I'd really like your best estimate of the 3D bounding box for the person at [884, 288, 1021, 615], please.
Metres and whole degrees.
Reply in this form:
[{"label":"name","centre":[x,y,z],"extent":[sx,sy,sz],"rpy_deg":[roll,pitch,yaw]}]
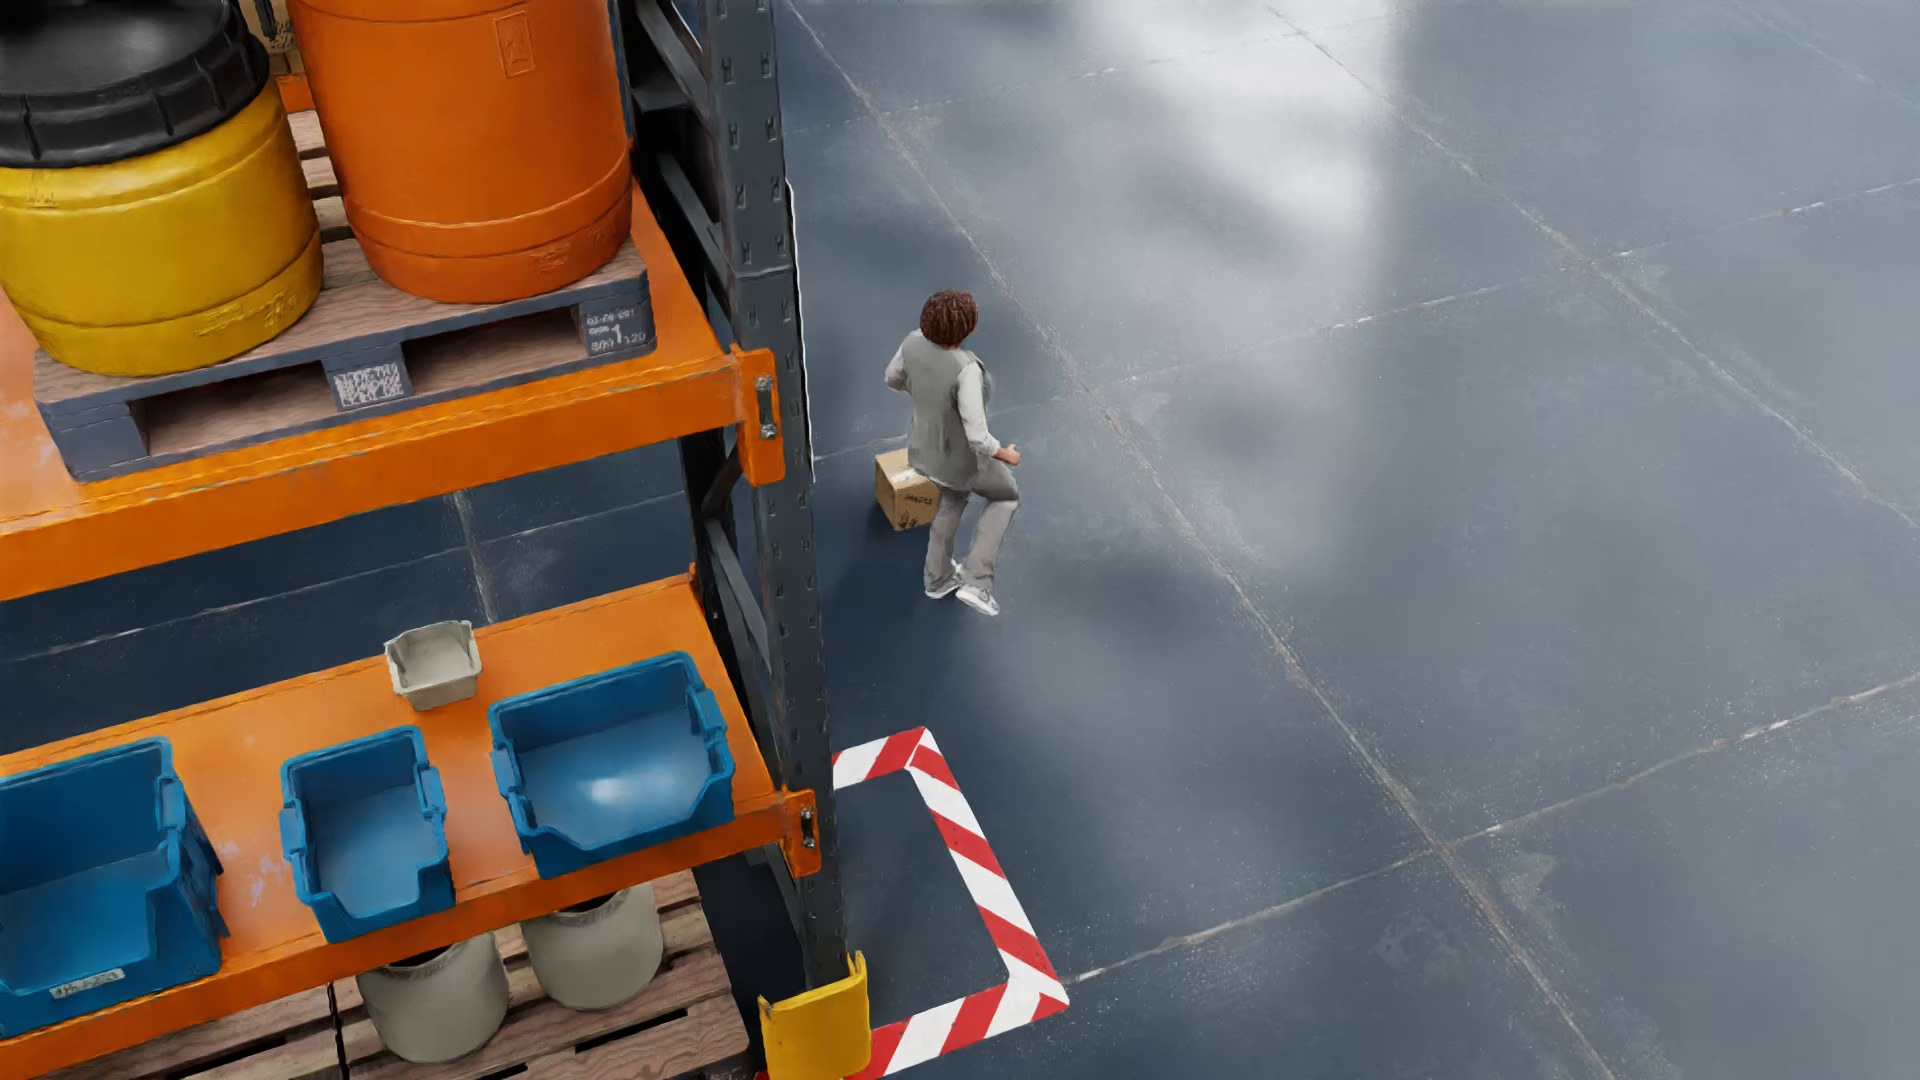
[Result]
[{"label":"person","centre":[-0.025,-0.358,6.587],"extent":[0.594,1.566,0.454],"rpy_deg":[28,49,27]}]
